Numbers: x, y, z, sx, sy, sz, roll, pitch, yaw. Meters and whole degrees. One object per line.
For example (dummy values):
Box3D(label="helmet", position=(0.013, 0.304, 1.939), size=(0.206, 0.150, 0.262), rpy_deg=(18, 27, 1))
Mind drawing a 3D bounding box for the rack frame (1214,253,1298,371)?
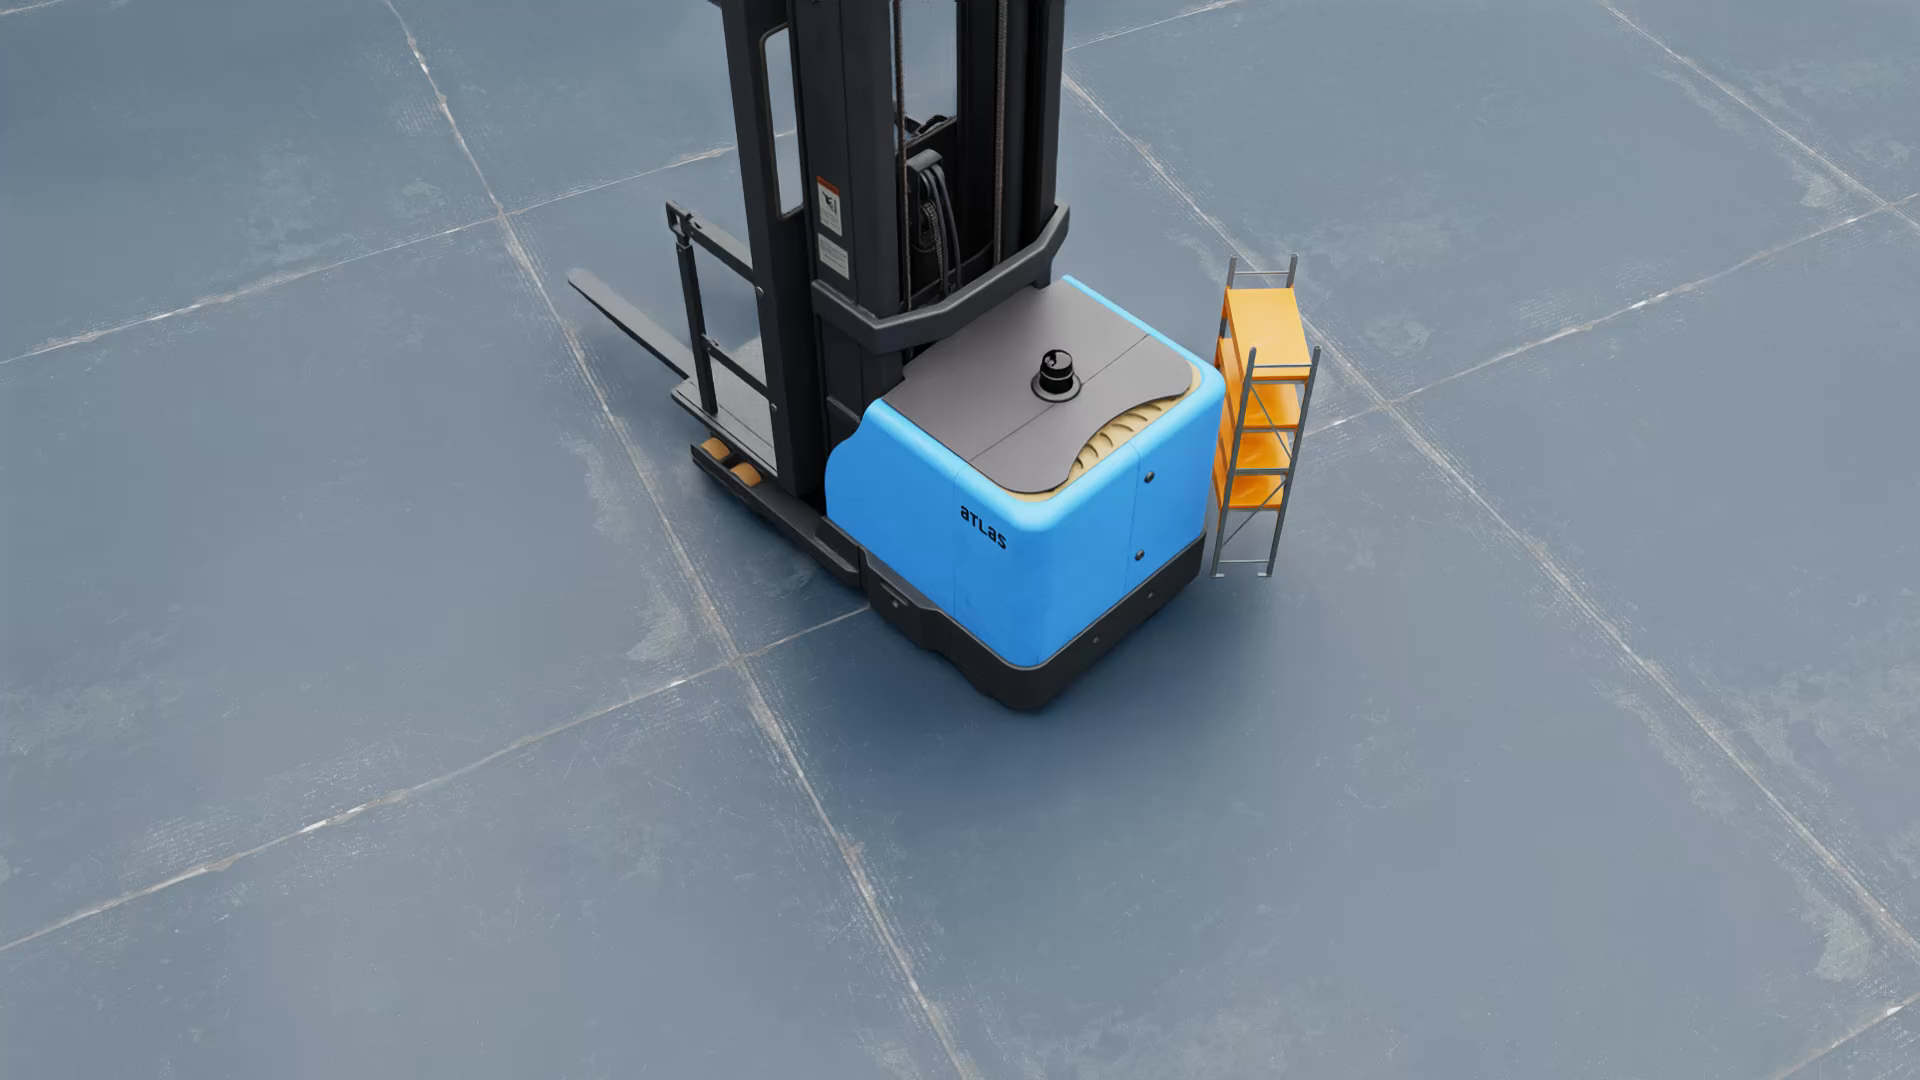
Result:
Box3D(label="rack frame", position=(1.088, -0.622, 6.389), size=(0.240, 1.200, 0.015), rpy_deg=(-1, 49, -1))

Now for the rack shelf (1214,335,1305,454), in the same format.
Box3D(label="rack shelf", position=(1.095, -0.541, 6.111), size=(0.258, 0.148, 0.480), rpy_deg=(-1, 49, -1))

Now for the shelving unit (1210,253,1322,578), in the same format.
Box3D(label="shelving unit", position=(1.095, -0.438, 6.229), size=(0.258, 1.200, 0.503), rpy_deg=(-1, 49, -1))

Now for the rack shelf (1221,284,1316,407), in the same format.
Box3D(label="rack shelf", position=(1.095, -0.697, 5.933), size=(0.258, 0.148, 0.480), rpy_deg=(-1, 49, -1))

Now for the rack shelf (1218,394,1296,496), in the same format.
Box3D(label="rack shelf", position=(1.095, -0.394, 6.279), size=(0.258, 0.148, 0.480), rpy_deg=(-1, 49, -1))

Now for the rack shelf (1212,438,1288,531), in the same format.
Box3D(label="rack shelf", position=(1.095, -0.263, 6.429), size=(0.258, 0.148, 0.480), rpy_deg=(-1, 49, -1))

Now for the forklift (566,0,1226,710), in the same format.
Box3D(label="forklift", position=(-0.455, -1.361, 5.886), size=(1.130, 2.935, 3.031), rpy_deg=(-36, 58, -27))

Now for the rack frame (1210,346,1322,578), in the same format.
Box3D(label="rack frame", position=(1.101, -0.255, 6.068), size=(0.240, 1.200, 0.015), rpy_deg=(-1, 49, -1))
